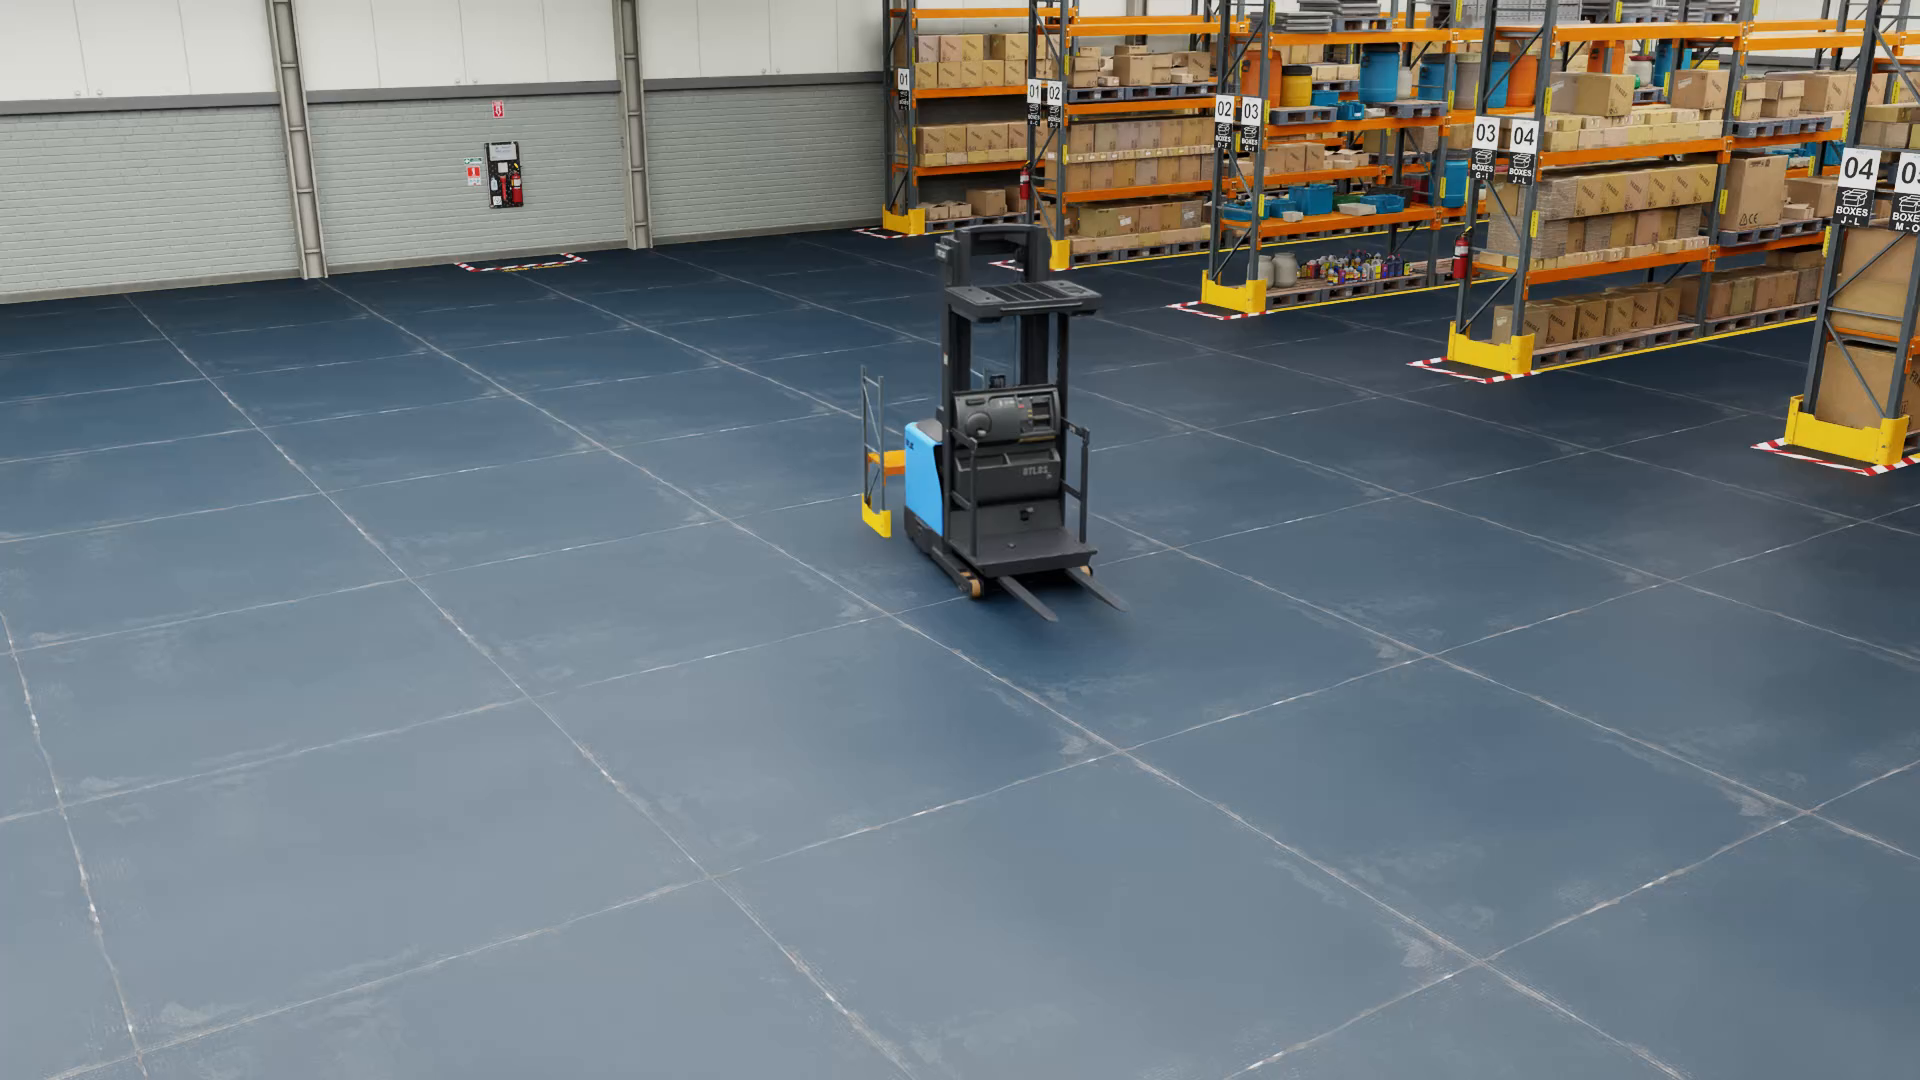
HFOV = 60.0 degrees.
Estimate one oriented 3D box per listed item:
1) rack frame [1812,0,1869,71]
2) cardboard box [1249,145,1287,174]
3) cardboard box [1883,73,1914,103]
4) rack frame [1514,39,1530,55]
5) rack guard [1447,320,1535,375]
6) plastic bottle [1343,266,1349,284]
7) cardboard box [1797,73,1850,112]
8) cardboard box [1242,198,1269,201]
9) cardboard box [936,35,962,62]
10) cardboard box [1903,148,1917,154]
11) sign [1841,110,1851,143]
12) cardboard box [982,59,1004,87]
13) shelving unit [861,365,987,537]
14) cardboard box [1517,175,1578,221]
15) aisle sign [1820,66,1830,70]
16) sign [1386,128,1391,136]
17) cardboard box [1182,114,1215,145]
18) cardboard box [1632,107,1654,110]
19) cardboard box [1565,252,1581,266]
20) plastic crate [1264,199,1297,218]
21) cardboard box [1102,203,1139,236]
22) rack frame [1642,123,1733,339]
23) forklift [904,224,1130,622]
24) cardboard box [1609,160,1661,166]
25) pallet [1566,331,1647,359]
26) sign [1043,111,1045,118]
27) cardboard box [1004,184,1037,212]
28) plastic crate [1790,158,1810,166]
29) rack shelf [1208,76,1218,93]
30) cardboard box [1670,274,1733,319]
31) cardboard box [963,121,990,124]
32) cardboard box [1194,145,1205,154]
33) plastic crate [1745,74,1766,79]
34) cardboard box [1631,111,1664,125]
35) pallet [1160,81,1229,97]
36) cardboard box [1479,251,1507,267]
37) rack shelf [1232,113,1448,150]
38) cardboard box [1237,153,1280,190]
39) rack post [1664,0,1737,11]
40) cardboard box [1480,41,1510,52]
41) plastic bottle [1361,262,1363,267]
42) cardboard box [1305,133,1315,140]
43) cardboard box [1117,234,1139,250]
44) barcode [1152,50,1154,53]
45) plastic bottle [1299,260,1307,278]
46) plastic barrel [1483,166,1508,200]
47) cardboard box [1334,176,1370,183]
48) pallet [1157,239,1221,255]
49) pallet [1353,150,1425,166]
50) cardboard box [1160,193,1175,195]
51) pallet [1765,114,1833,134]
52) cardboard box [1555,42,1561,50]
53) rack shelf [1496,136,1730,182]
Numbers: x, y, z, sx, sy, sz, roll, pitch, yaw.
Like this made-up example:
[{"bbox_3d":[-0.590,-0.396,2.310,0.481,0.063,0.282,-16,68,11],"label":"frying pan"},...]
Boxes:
[{"bbox_3d":[17.603,-10.718,32.898,0.127,3.000,1.000,-12,22,-31],"label":"rack frame"},{"bbox_3d":[5.950,-7.359,32.173,0.500,0.500,0.500,-10,21,-28],"label":"cardboard box"},{"bbox_3d":[14.115,-6.938,25.582,0.637,0.503,0.797,-10,21,-28],"label":"cardboard box"},{"bbox_3d":[11.541,-11.339,34.735,0.127,3.000,1.000,-12,22,-31],"label":"rack frame"},{"bbox_3d":[7.027,-2.562,22.044,0.348,0.500,1.175,-12,22,-31],"label":"rack guard"},{"bbox_3d":[6.212,-4.270,26.766,0.097,0.271,0.097,0,19,0],"label":"plastic bottle"},{"bbox_3d":[12.540,-6.520,24.227,0.500,0.500,0.500,-11,22,-30],"label":"cardboard box"},{"bbox_3d":[5.889,-6.579,32.783,0.500,0.311,0.500,-12,22,-32],"label":"cardboard box"},{"bbox_3d":[-0.307,-9.737,32.931,0.500,0.500,0.500,-12,22,-32],"label":"cardboard box"},{"bbox_3d":[9.910,-4.130,17.675,0.250,0.149,0.380,-12,22,-31],"label":"cardboard box"},{"bbox_3d":[9.321,-4.339,17.454,0.005,0.325,0.100,-12,22,-31],"label":"sign"},{"bbox_3d":[0.543,-9.455,33.659,0.500,0.500,0.500,-10,21,-28],"label":"cardboard box"},{"bbox_3d":[-0.325,-0.890,15.537,1.083,1.500,0.587,-8,20,-22],"label":"shelving unit"},{"bbox_3d":[7.573,-4.419,21.451,0.500,0.500,0.500,-12,22,-31],"label":"cardboard box"},{"bbox_3d":[17.499,-9.200,33.715,0.004,0.787,0.394,-12,22,-31],"label":"aisle sign"},{"bbox_3d":[8.508,-8.193,32.989,0.005,0.325,0.100,-12,22,-31],"label":"sign"},{"bbox_3d":[4.492,-7.670,31.068,0.500,0.500,0.700,-12,22,-31],"label":"cardboard box"},{"bbox_3d":[9.259,-5.840,22.763,0.250,0.149,0.380,-11,22,-30],"label":"cardboard box"},{"bbox_3d":[7.967,-3.729,21.984,0.250,0.149,0.380,-12,22,-31],"label":"cardboard box"},{"bbox_3d":[5.039,-5.269,26.378,0.408,0.251,0.499,-12,22,-31],"label":"plastic crate"},{"bbox_3d":[2.916,-5.850,30.333,0.500,0.500,0.500,-12,22,-31],"label":"cardboard box"},{"bbox_3d":[10.305,-4.438,23.688,0.127,3.000,1.000,-12,22,-31],"label":"rack frame"},{"bbox_3d":[0.479,-1.048,13.769,1.130,2.935,3.031,-7,20,-19],"label":"forklift"},{"bbox_3d":[9.372,-5.000,23.169,0.500,0.500,0.500,-12,22,-31],"label":"cardboard box"},{"bbox_3d":[8.743,-2.773,23.117,1.213,0.211,1.003,-12,22,-31],"label":"pallet"},{"bbox_3d":[1.824,-9.109,35.697,0.005,0.325,0.100,-12,22,-31],"label":"sign"},{"bbox_3d":[1.287,-7.243,35.202,0.500,0.500,0.500,-14,23,-35],"label":"cardboard box"},{"bbox_3d":[16.771,-7.541,33.184,0.243,0.136,0.396,-12,22,-31],"label":"plastic crate"},{"bbox_3d":[3.802,-9.845,36.122,4.000,0.370,1.077,-12,22,-31],"label":"rack shelf"},{"bbox_3d":[10.829,-3.564,24.321,0.500,0.500,0.700,-14,23,-36],"label":"cardboard box"},{"bbox_3d":[0.344,-8.408,34.465,0.500,0.500,0.500,-12,22,-31],"label":"cardboard box"},{"bbox_3d":[4.325,-7.248,30.831,0.250,0.149,0.380,-13,22,-33],"label":"cardboard box"},{"bbox_3d":[15.582,-8.933,32.487,0.530,0.282,0.437,-12,22,-31],"label":"plastic crate"},{"bbox_3d":[9.094,-5.609,22.079,0.250,0.149,0.380,-11,21,-29],"label":"cardboard box"},{"bbox_3d":[4.161,-8.310,30.596,1.213,0.211,1.003,-12,22,-31],"label":"pallet"},{"bbox_3d":[7.088,-3.720,21.956,0.250,0.149,0.380,-12,22,-31],"label":"cardboard box"},{"bbox_3d":[5.910,-6.490,26.199,4.000,0.370,1.077,-12,22,-31],"label":"rack shelf"},{"bbox_3d":[6.894,-8.545,38.537,0.750,0.750,0.750,-12,22,-32],"label":"cardboard box"},{"bbox_3d":[13.541,-9.838,30.412,0.954,0.300,0.937,-12,22,-32],"label":"rack post"},{"bbox_3d":[11.080,-10.143,34.912,0.600,0.600,0.600,-14,23,-36],"label":"cardboard box"},{"bbox_3d":[6.574,-4.404,27.142,0.133,0.283,0.061,-12,22,-31],"label":"plastic bottle"},{"bbox_3d":[8.059,-9.430,38.816,0.250,0.149,0.380,-12,22,-31],"label":"cardboard box"},{"bbox_3d":[2.922,-5.492,30.444,0.500,0.250,0.500,-12,22,-31],"label":"cardboard box"},{"bbox_3d":[4.268,-10.804,36.772,0.075,0.075,0.001,-12,22,-31],"label":"barcode"},{"bbox_3d":[5.620,-4.446,27.266,0.133,0.283,0.061,-11,22,-30],"label":"plastic bottle"},{"bbox_3d":[9.113,-6.066,28.292,0.433,0.535,0.433,0,19,0],"label":"plastic barrel"},{"bbox_3d":[9.494,-8.941,40.255,0.500,0.500,0.700,-12,22,-31],"label":"cardboard box"},{"bbox_3d":[4.172,-5.638,31.593,1.213,0.211,1.003,-12,22,-31],"label":"pallet"},{"bbox_3d":[8.728,-7.840,34.051,1.003,0.211,1.213,-12,22,-31],"label":"pallet"},{"bbox_3d":[4.406,-7.941,37.266,0.500,0.500,0.700,-12,22,-31],"label":"cardboard box"},{"bbox_3d":[11.743,-6.034,24.018,1.003,0.211,1.213,-12,22,-31],"label":"pallet"},{"bbox_3d":[12.422,-10.585,35.471,0.500,0.500,0.700,-12,22,-31],"label":"cardboard box"},{"bbox_3d":[8.634,-5.166,22.281,4.000,0.370,1.077,-12,22,-31],"label":"rack shelf"}]
